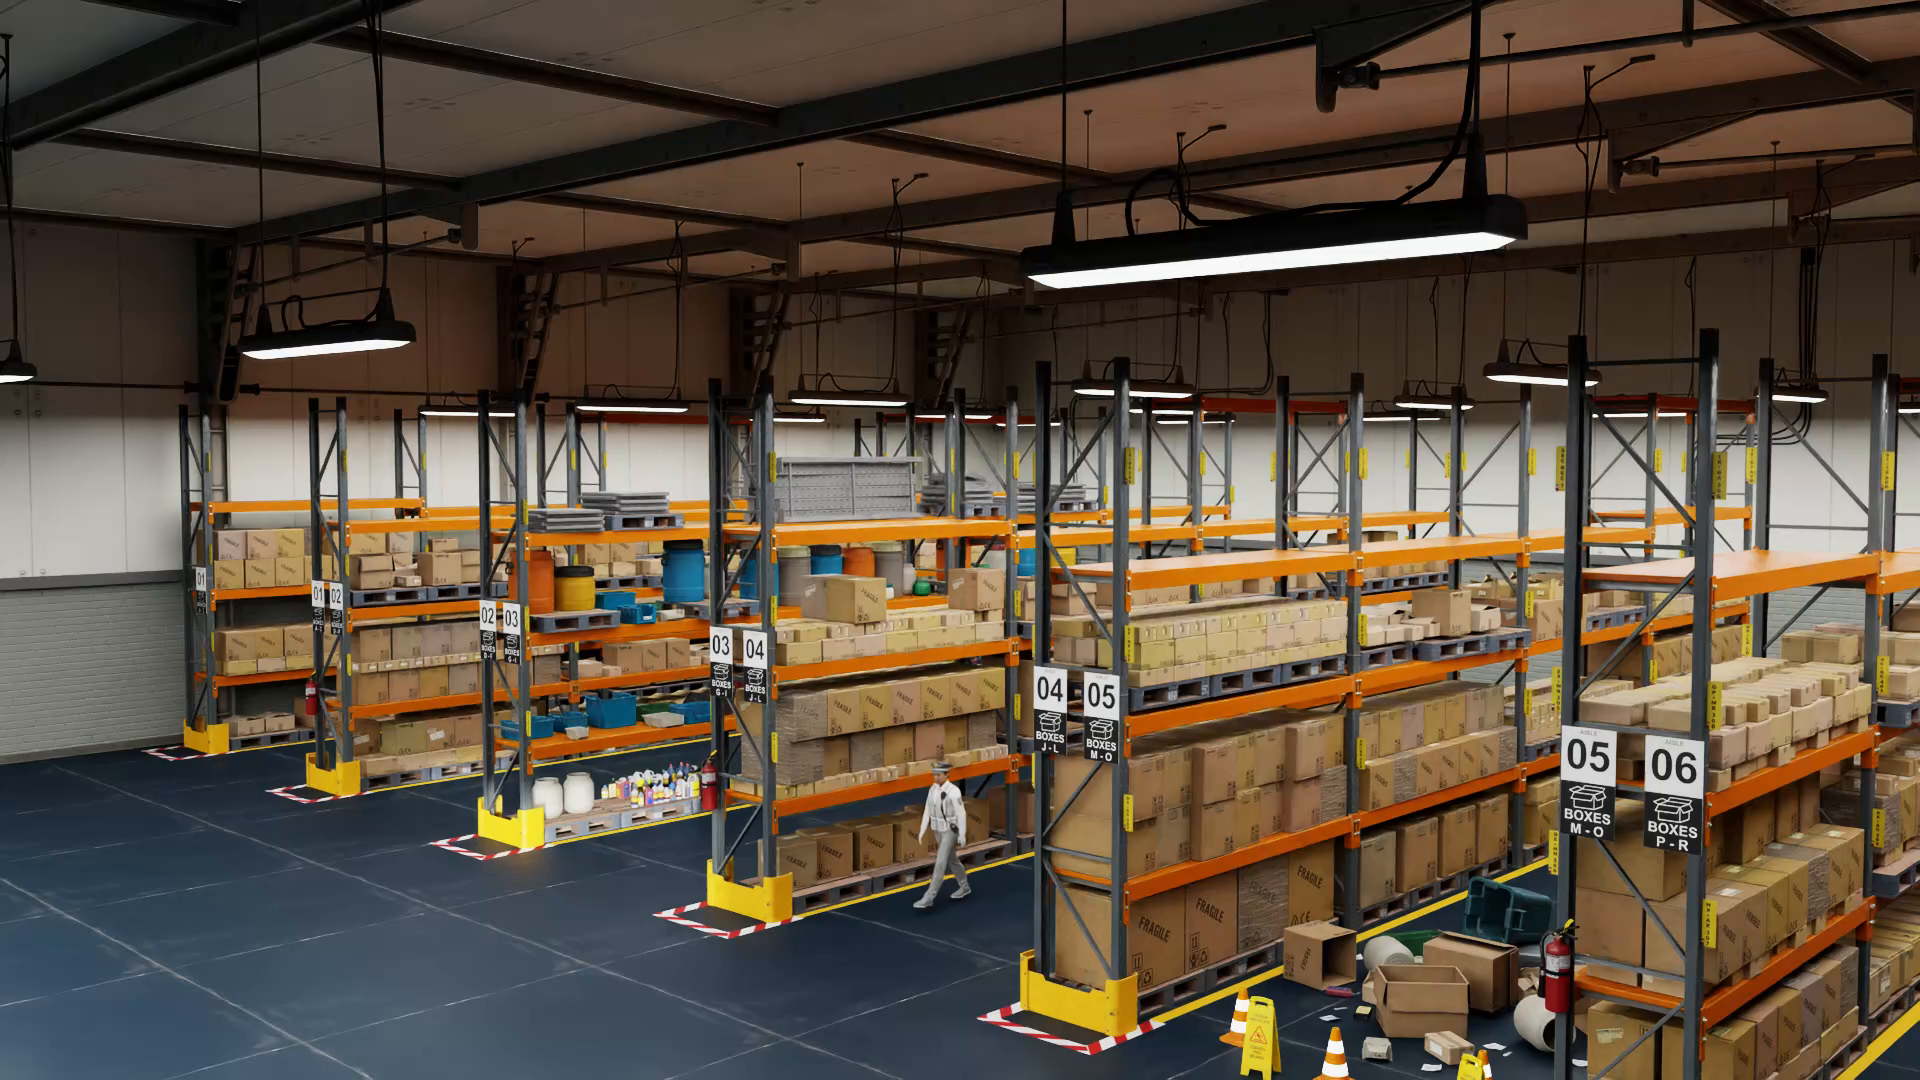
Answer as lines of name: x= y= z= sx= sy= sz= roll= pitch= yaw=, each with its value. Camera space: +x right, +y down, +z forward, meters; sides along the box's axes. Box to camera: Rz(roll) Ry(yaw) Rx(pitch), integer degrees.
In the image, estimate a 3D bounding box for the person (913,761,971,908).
person: x=-0.236 y=3.330 z=18.936 sx=0.990 sy=1.619 sz=0.505 roll=-2 pitch=4 yaw=-39
